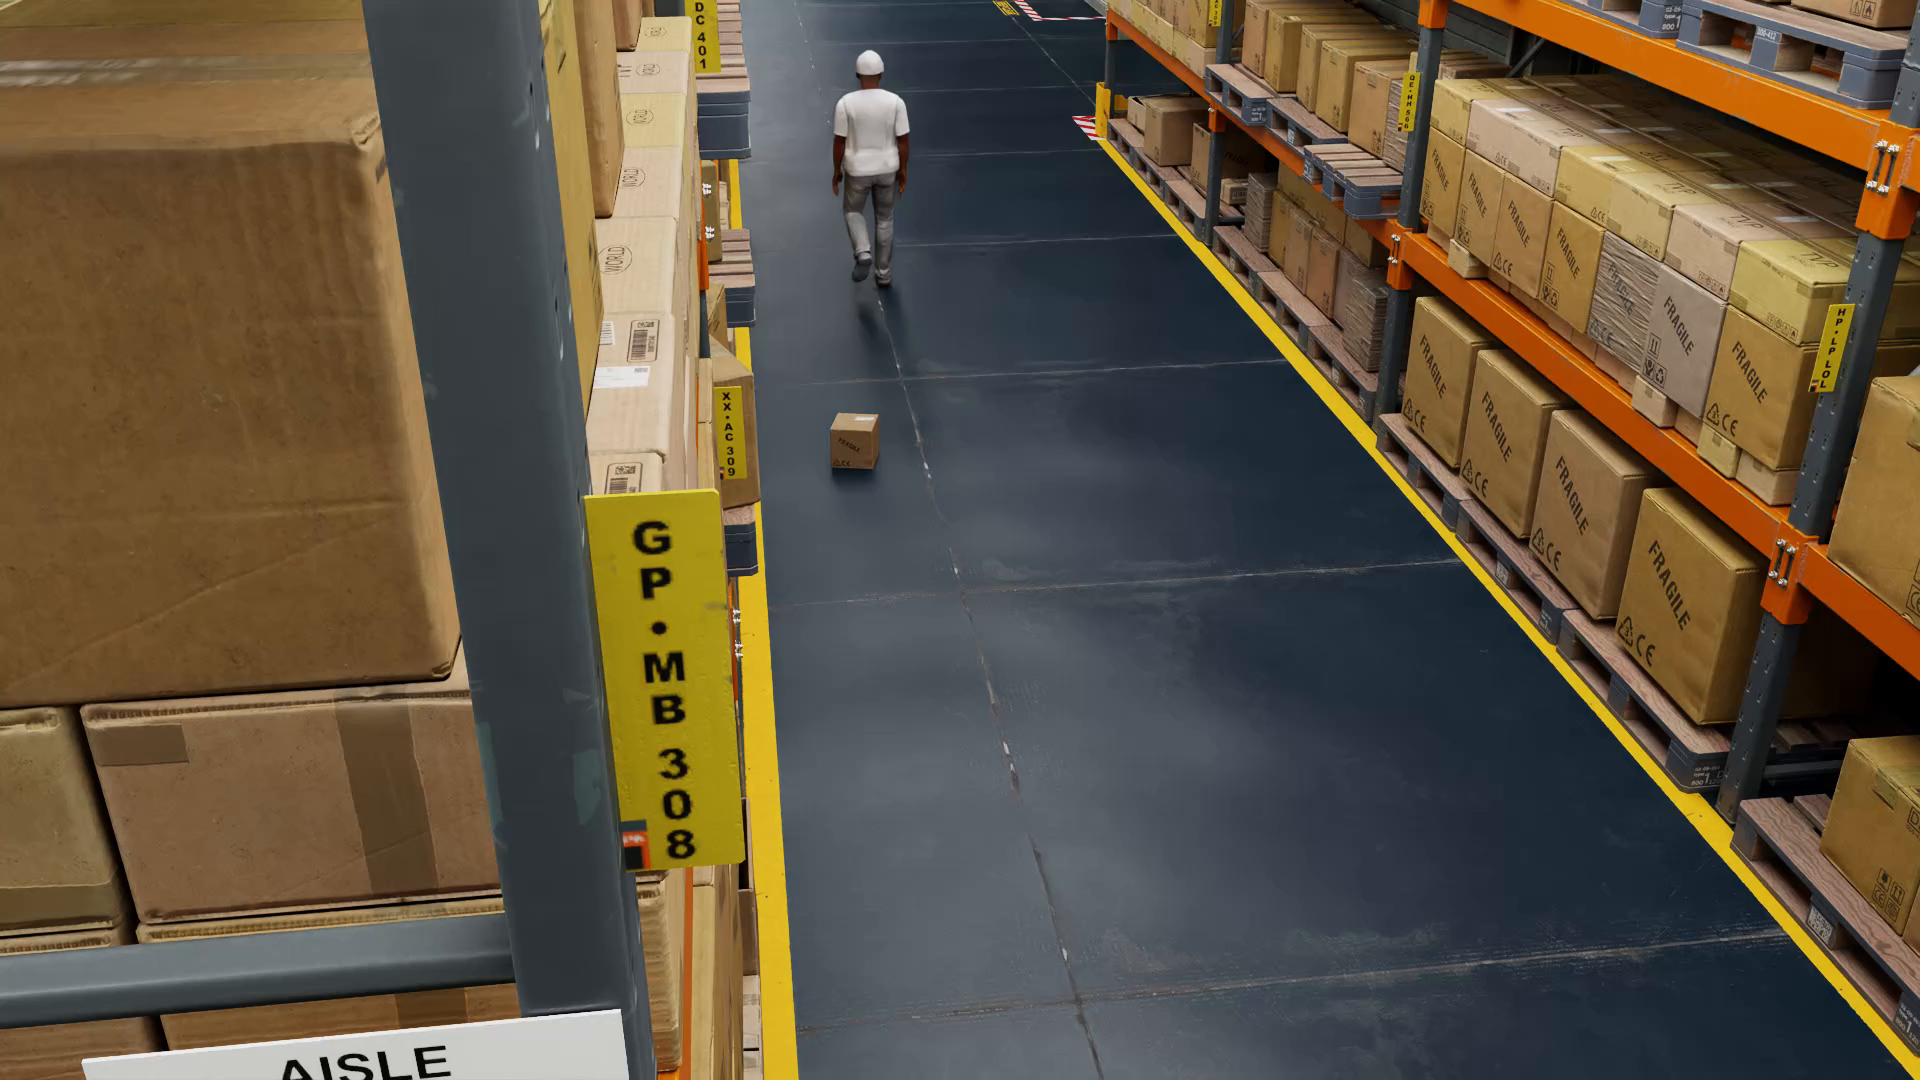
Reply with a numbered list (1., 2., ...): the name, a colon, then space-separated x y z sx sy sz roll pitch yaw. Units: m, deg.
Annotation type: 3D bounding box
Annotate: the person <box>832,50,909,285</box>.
1. person: -0.670 -2.766 12.471 0.586 1.758 0.548 -3 27 -6
